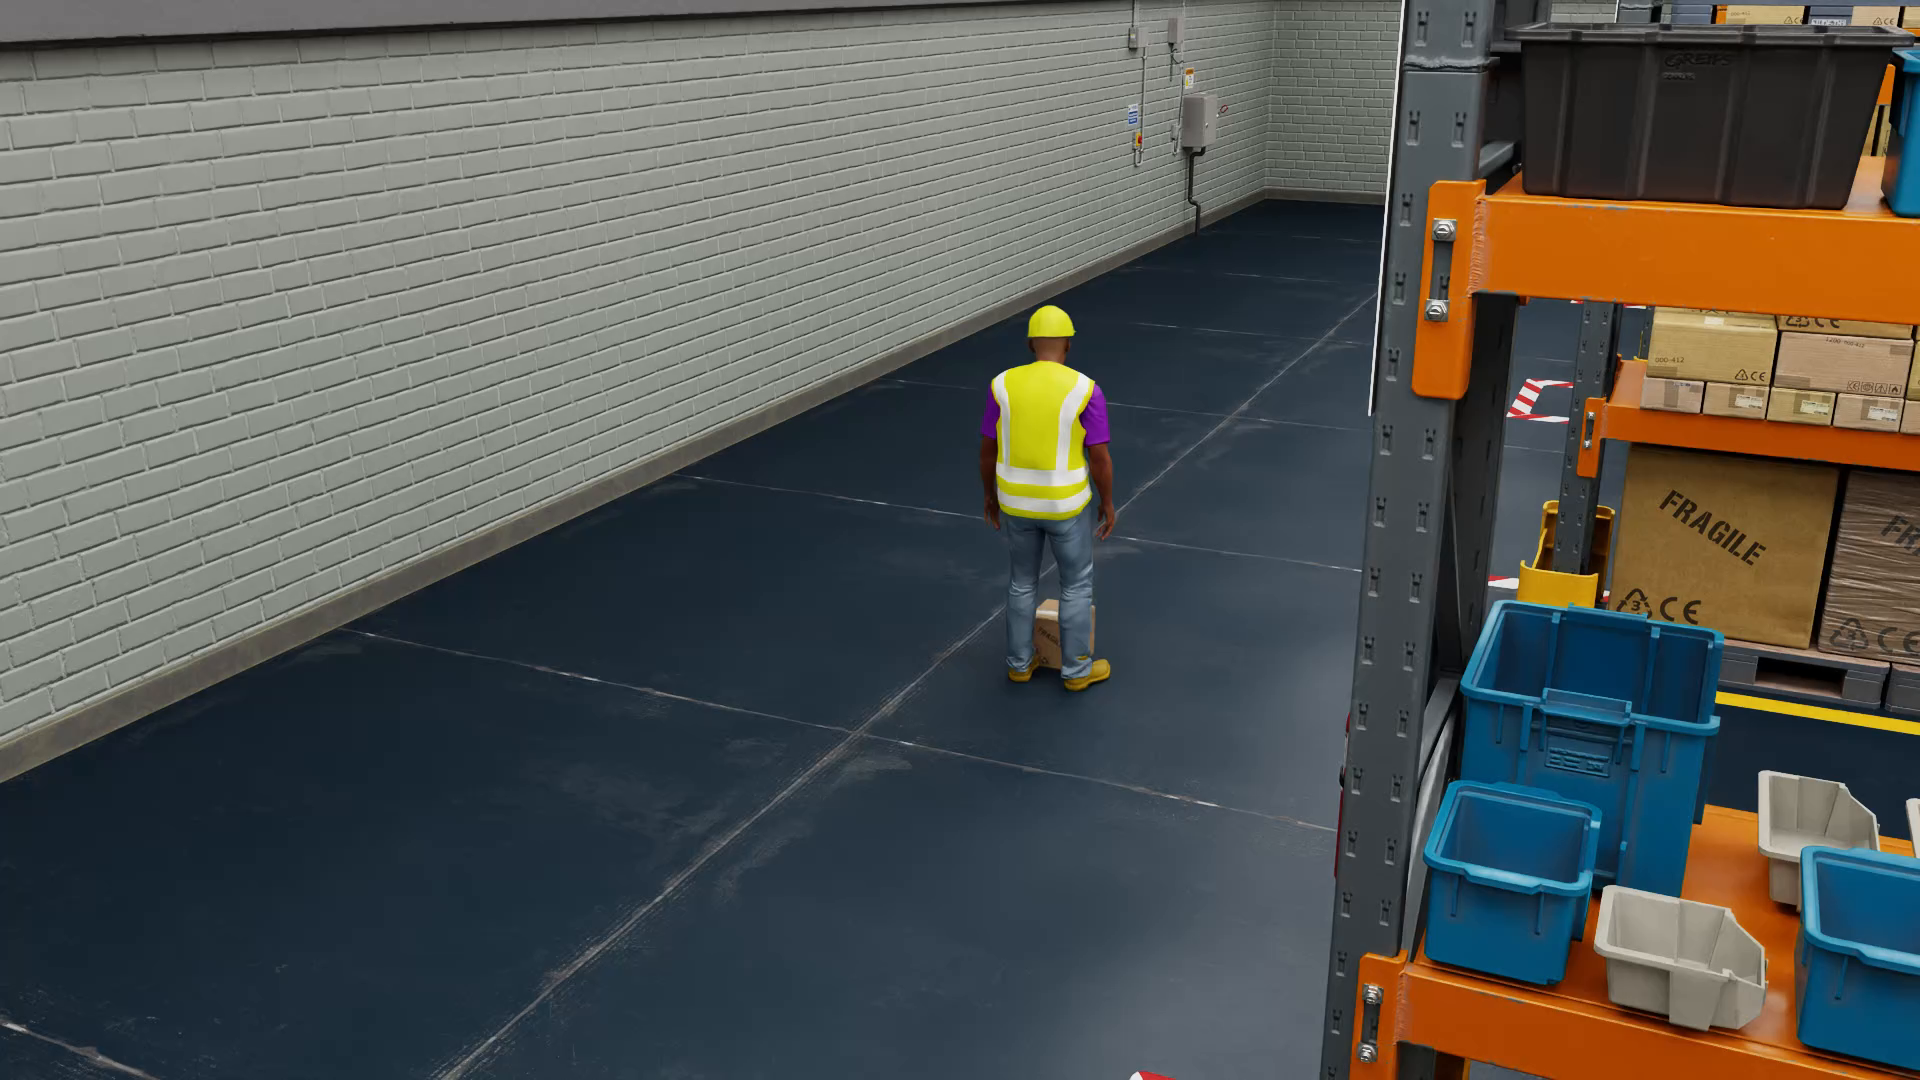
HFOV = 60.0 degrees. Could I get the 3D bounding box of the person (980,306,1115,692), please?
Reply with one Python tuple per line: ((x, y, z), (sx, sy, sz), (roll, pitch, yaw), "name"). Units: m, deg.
((0.403, -0.185, 7.579), (0.627, 1.759, 0.462), (7, 20, 20), "person")
